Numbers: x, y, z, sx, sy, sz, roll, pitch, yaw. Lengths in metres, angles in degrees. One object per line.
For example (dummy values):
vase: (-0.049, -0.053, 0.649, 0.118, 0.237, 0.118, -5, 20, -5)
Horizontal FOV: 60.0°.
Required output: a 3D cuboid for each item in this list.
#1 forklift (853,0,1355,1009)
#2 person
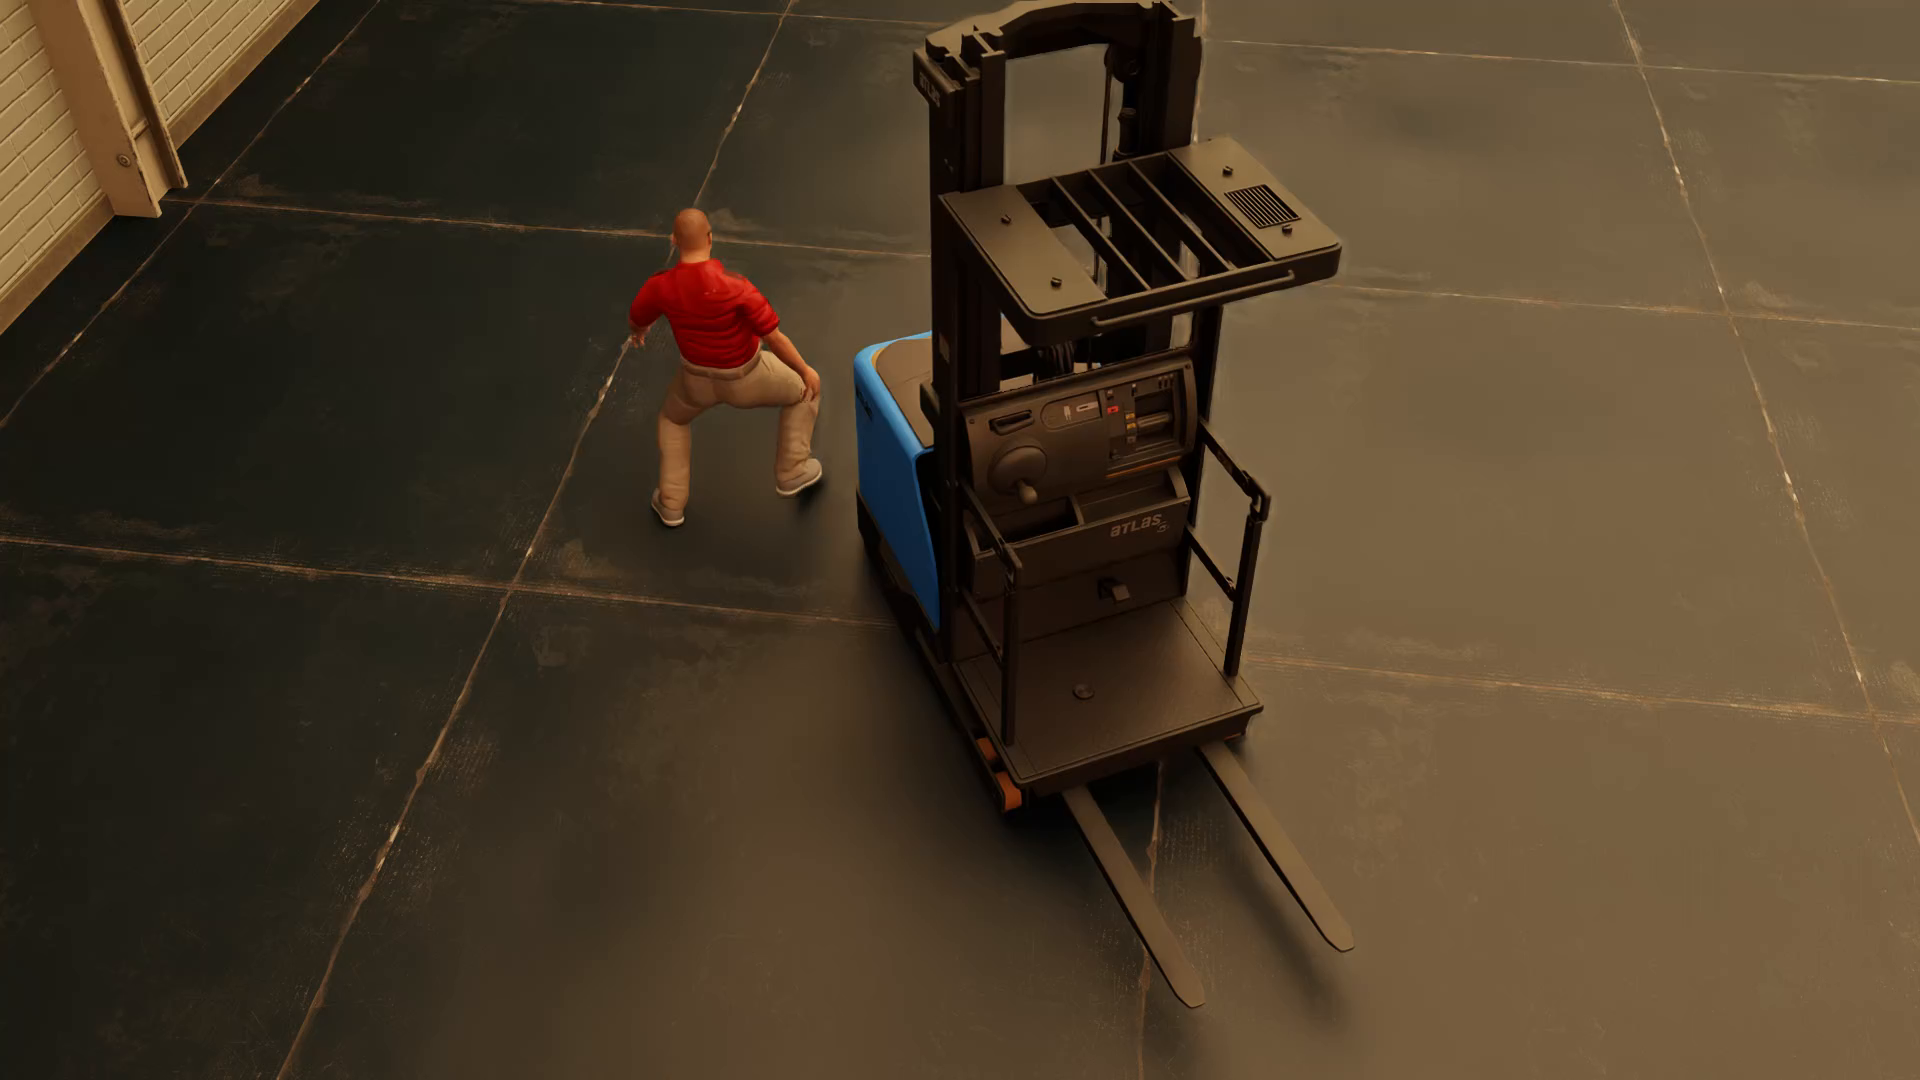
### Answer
forklift: (0.543, -0.318, 6.070, 1.130, 2.935, 3.031, -15, 45, -16)
person: (-1.109, -0.807, 7.604, 0.961, 1.617, 0.642, 9, 43, 10)
